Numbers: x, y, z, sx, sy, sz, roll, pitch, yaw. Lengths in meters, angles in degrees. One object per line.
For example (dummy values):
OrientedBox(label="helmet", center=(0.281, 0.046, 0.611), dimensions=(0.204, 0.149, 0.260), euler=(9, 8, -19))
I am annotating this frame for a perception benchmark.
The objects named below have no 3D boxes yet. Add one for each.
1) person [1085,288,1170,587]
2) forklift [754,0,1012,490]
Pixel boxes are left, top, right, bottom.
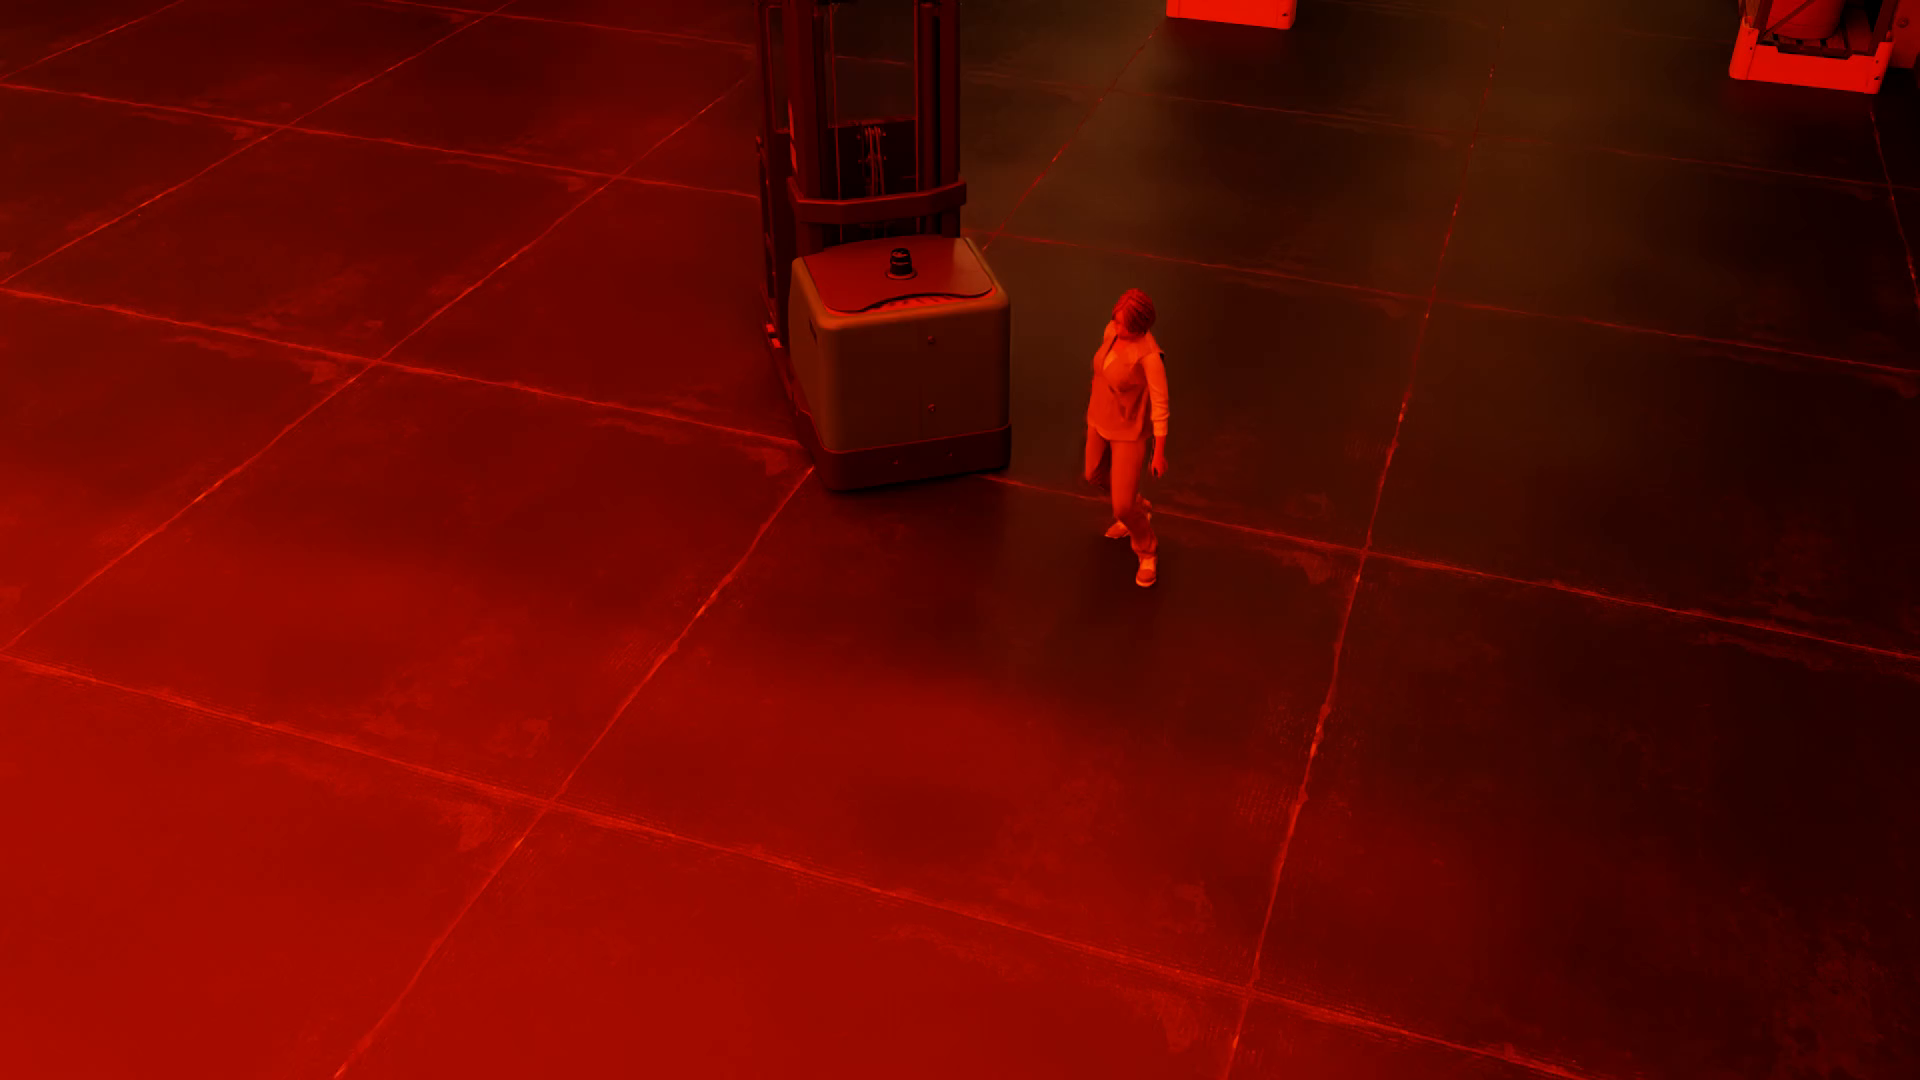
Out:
OrientedBox(label="person", center=(0.848, -0.580, 8.173), dimensions=(0.440, 1.548, 0.747), euler=(-15, 38, -20))
OrientedBox(label="forklift", center=(-0.602, -2.312, 9.372), dimensions=(1.130, 2.935, 3.031), euler=(-9, 36, -12))
